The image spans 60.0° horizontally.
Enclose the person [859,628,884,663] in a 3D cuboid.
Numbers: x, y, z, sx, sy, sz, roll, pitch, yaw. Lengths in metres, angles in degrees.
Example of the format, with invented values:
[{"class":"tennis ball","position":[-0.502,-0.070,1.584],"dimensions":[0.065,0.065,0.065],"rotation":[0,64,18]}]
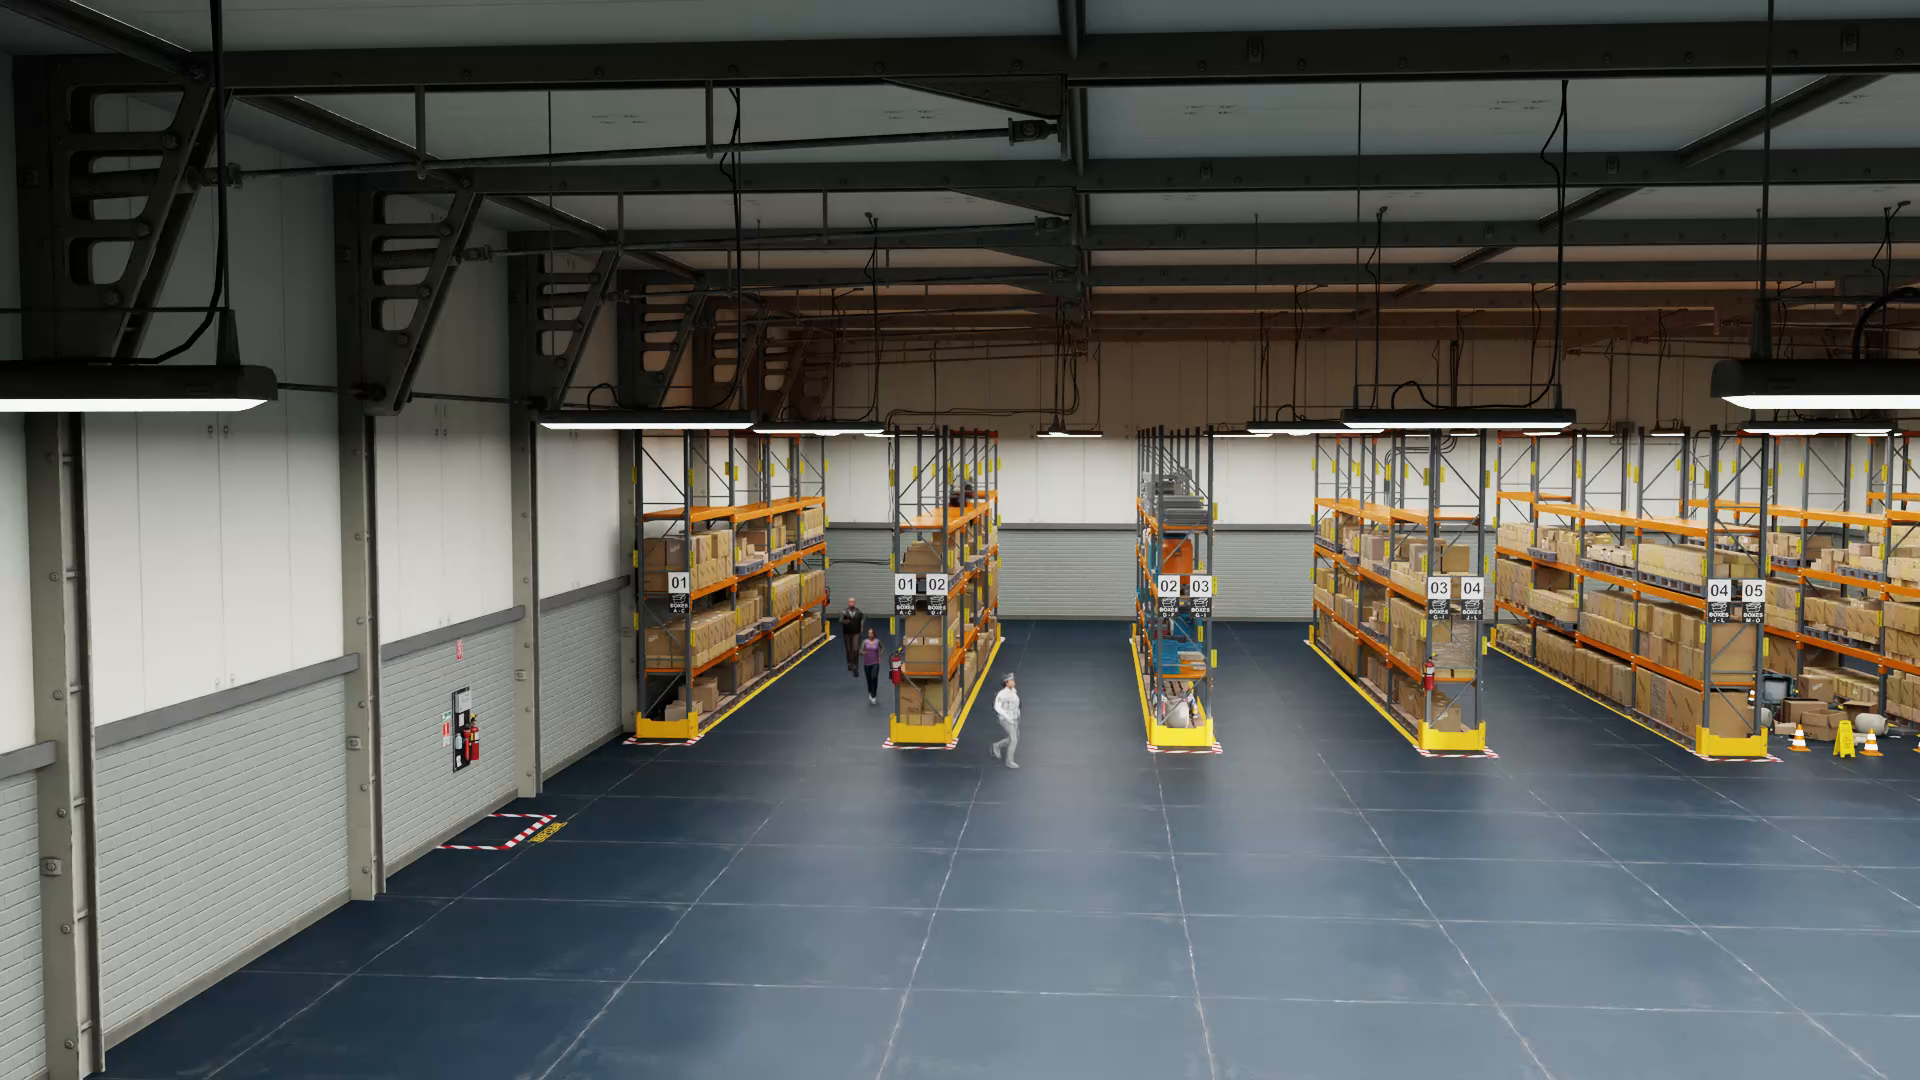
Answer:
[{"class":"person","position":[-1.924,2.308,36.049],"dimensions":[0.520,0.771,0.581],"rotation":[0,3,4]}]

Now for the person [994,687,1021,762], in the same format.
[{"class":"person","position":[0.814,3.231,29.222],"dimensions":[0.535,1.337,0.647],"rotation":[2,4,34]}]

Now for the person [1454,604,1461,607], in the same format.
[{"class":"person","position":[13.451,1.687,45.116],"dimensions":[0.665,0.848,0.665],"rotation":[1,4,17]}]

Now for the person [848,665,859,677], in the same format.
[{"class":"person","position":[-2.496,3.029,38.834],"dimensions":[0.272,0.278,0.625],"rotation":[0,3,-2]}]

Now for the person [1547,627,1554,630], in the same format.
[{"class":"person","position":[16.795,2.376,46.954],"dimensions":[0.429,0.892,0.624],"rotation":[-1,4,-13]}]
